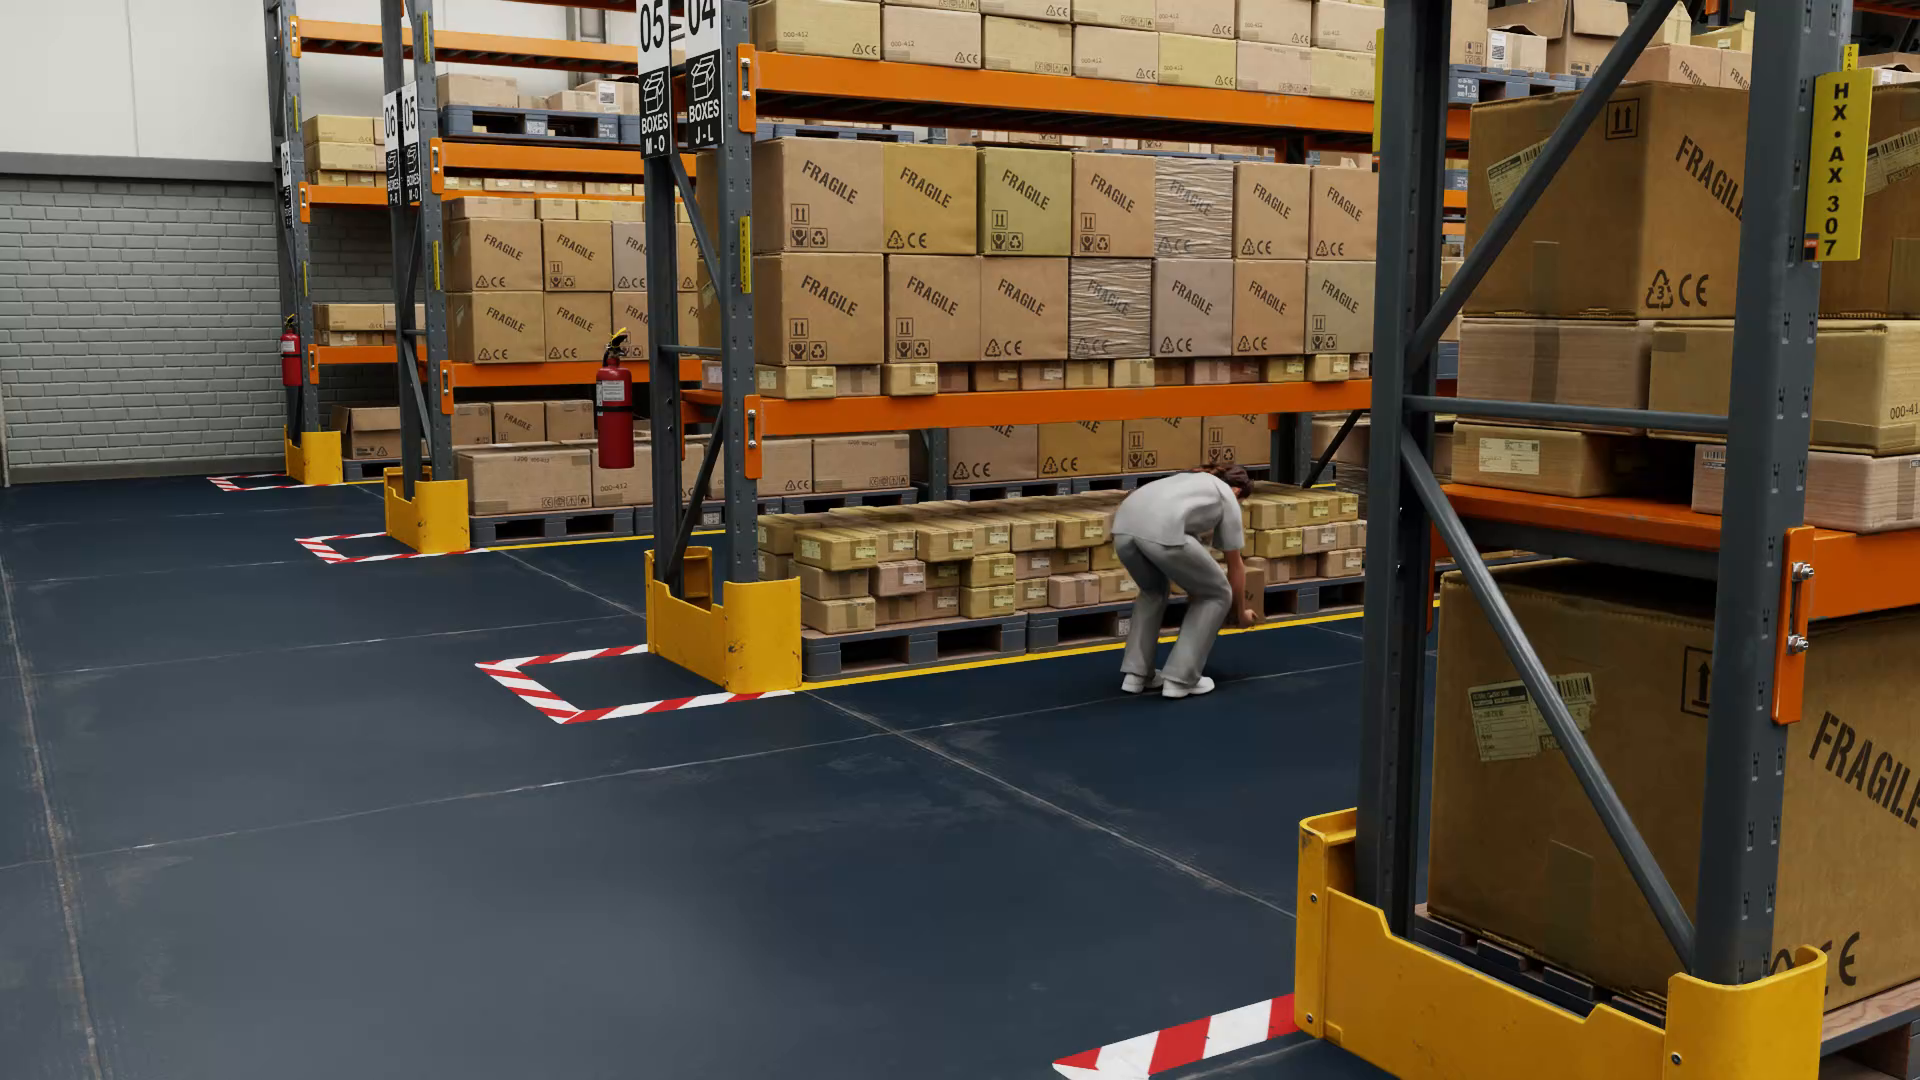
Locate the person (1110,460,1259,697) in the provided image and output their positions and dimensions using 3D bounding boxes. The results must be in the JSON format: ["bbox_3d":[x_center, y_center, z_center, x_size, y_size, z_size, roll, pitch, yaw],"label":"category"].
[{"bbox_3d":[1.027,0.170,7.504,0.461,1.005,0.865,8,11,43],"label":"person"}]
